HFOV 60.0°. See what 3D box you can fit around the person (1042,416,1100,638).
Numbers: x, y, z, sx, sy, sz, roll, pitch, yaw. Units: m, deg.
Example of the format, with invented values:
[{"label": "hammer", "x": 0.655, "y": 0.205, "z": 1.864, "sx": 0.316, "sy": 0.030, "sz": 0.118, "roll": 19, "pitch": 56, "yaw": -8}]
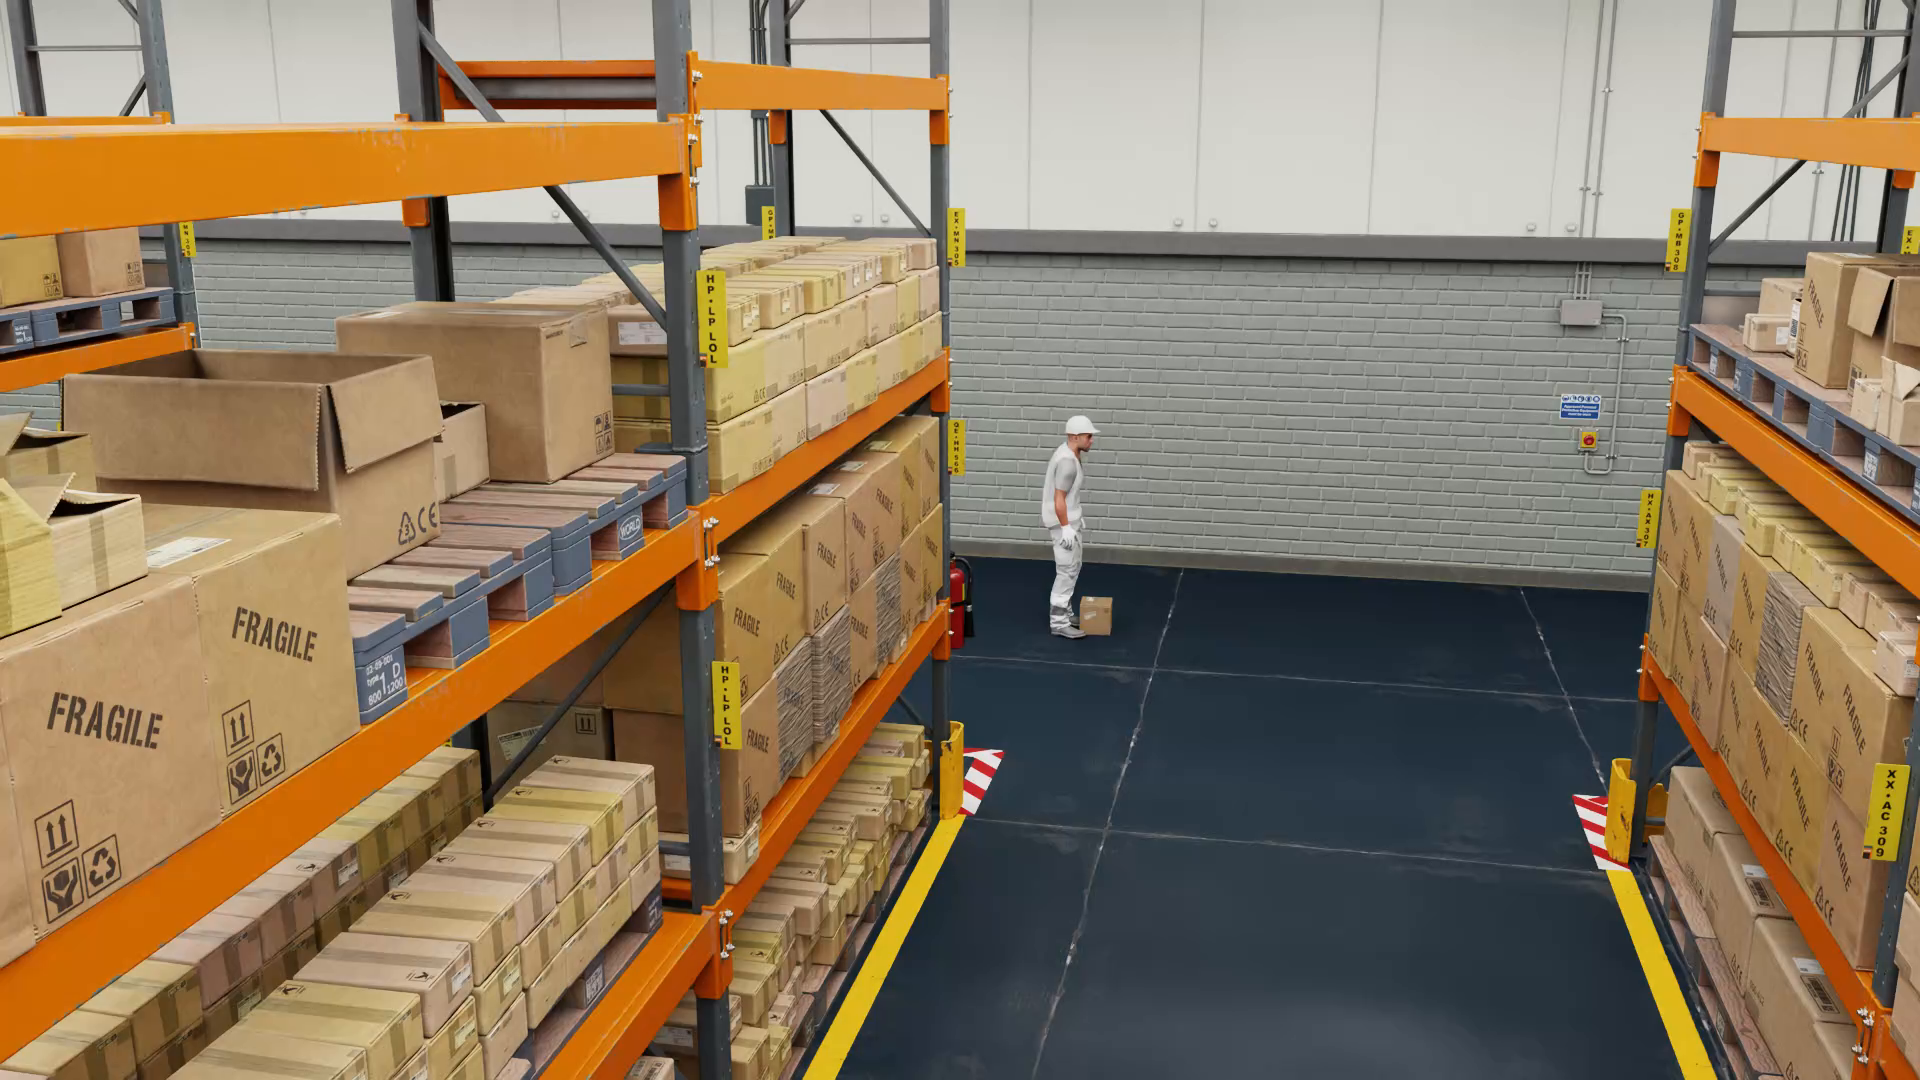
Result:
[{"label": "person", "x": 0.892, "y": -0.126, "z": 13.465, "sx": 0.452, "sy": 1.779, "sz": 0.607, "roll": 3, "pitch": 15, "yaw": 11}]
